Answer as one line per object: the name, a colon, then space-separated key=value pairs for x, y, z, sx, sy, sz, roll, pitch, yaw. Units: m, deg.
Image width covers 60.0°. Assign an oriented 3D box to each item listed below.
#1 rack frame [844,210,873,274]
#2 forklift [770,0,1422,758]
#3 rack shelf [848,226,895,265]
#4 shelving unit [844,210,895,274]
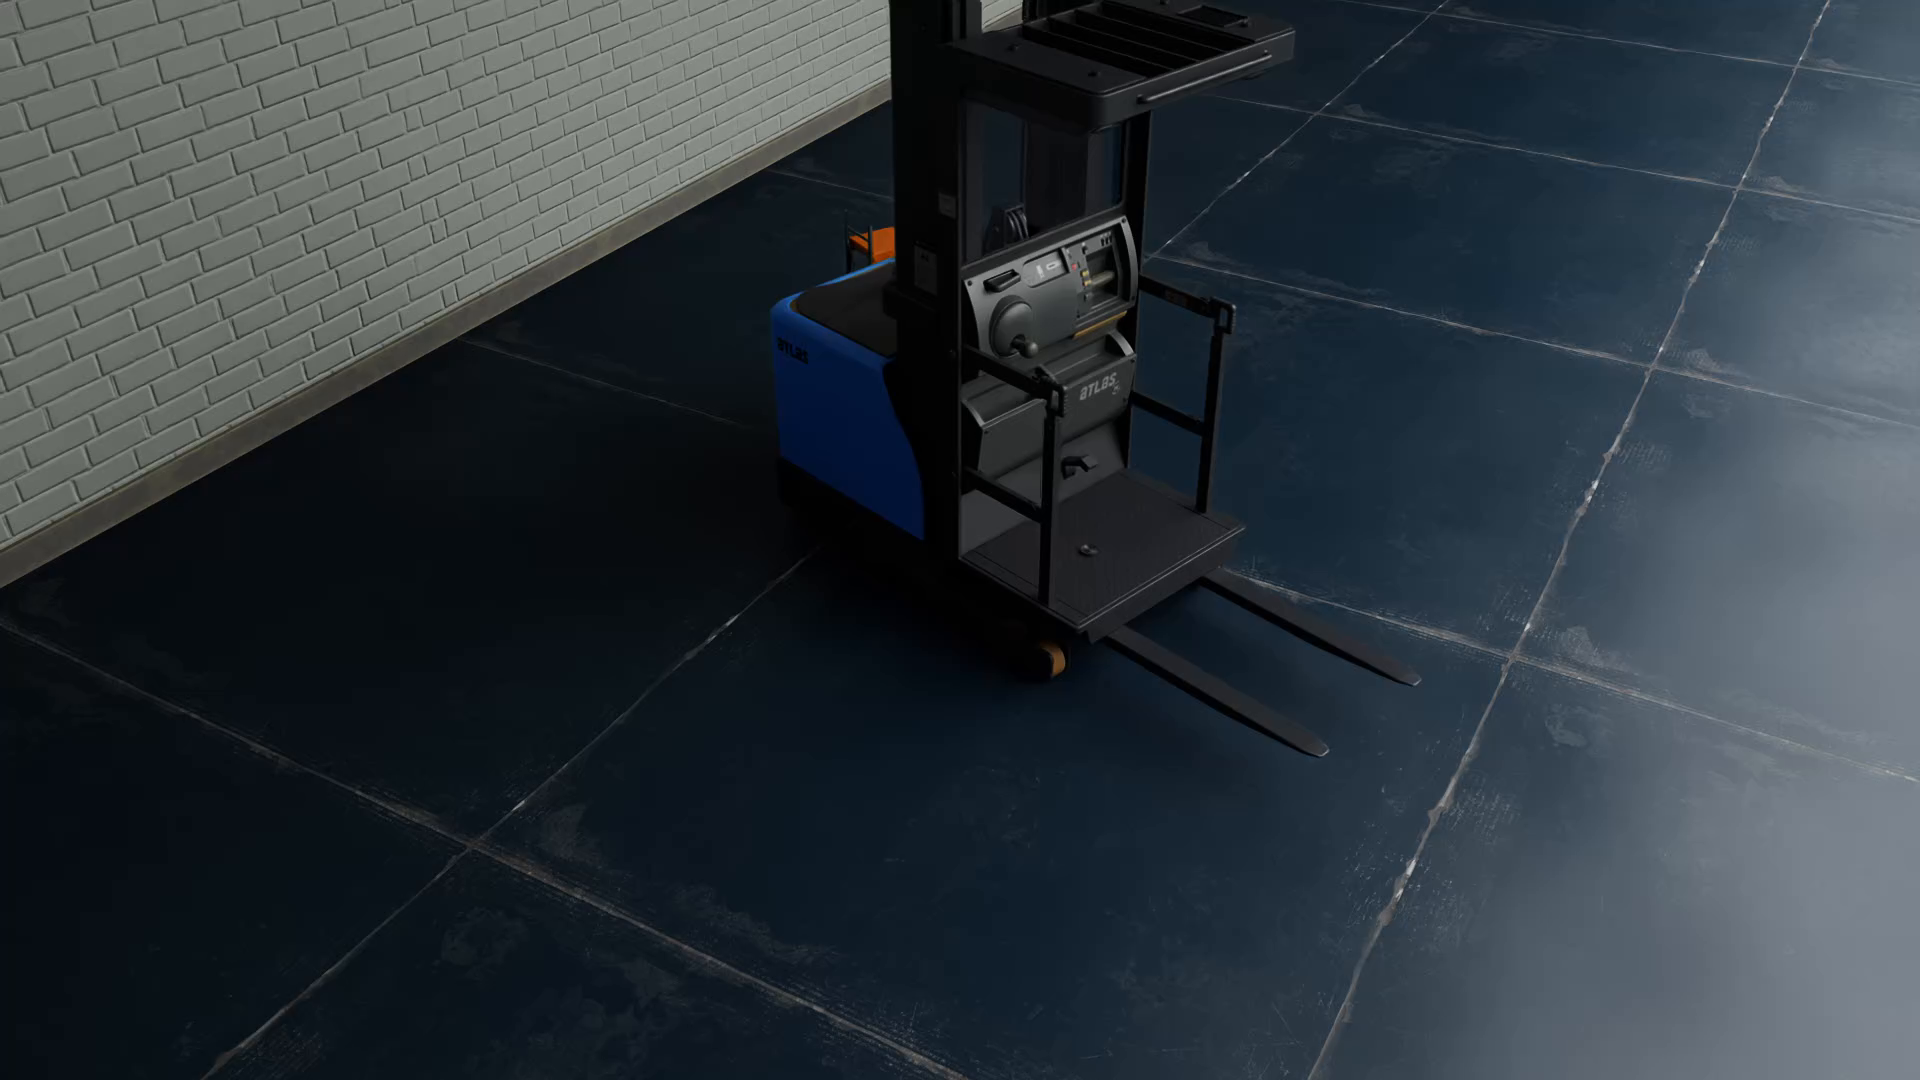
rack frame: x=-0.480 y=-1.016 z=8.164 sx=0.015 sy=1.200 sz=0.240 roll=-20 pitch=38 yaw=-27
forklift: x=0.521 y=-0.969 z=6.532 sx=1.130 sy=2.935 sz=3.031 roll=-28 pitch=43 yaw=-35
rack shelf: x=-0.277 y=-1.418 z=8.059 sx=0.480 sy=0.148 sz=0.258 roll=-20 pitch=38 yaw=-27
shelving unit: x=-0.276 y=-1.091 z=8.276 sx=0.503 sy=1.200 sz=0.258 roll=-20 pitch=38 yaw=-27
